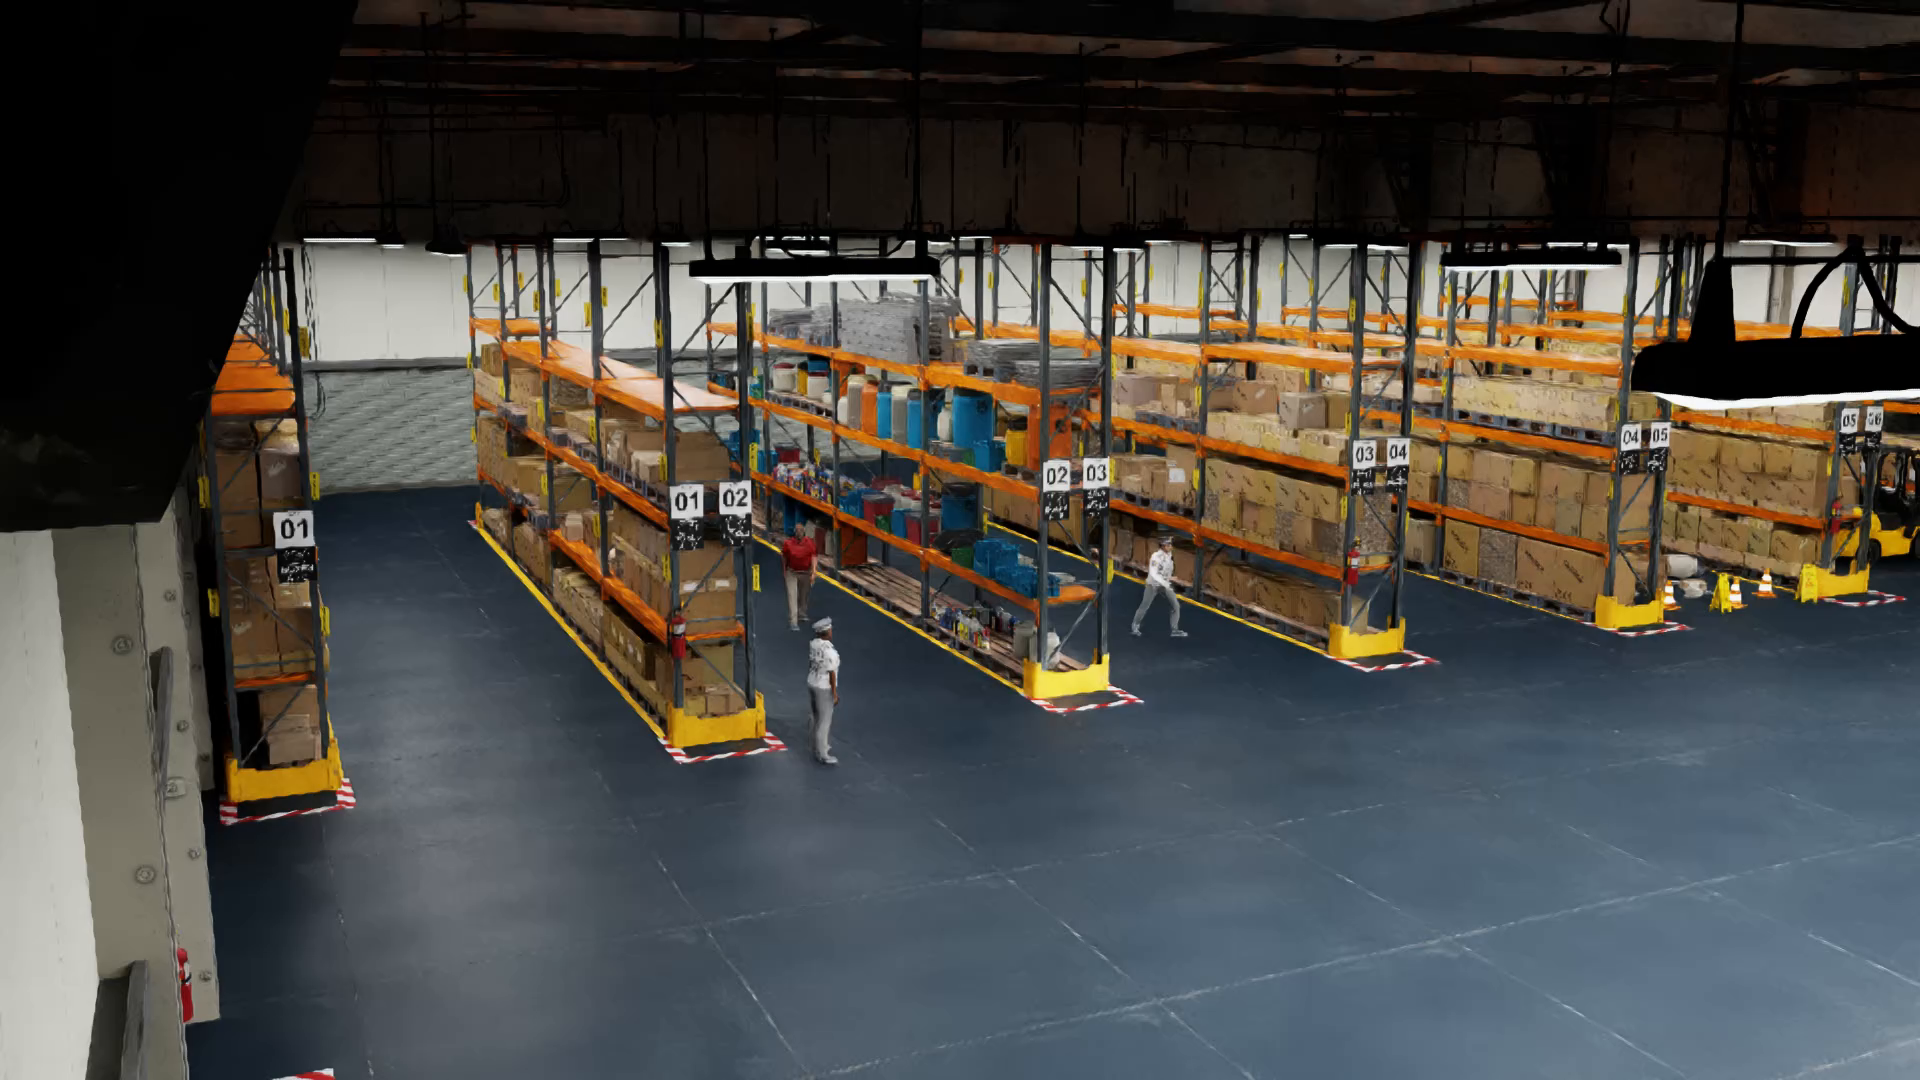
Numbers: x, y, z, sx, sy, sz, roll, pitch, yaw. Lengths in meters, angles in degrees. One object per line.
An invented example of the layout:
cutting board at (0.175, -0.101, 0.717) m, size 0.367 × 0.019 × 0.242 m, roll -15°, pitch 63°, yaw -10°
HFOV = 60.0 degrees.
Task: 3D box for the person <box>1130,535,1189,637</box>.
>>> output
person at (3.007, 0.685, 25.323) m, size 0.606 × 1.607 × 0.814 m, roll -9°, pitch 14°, yaw -40°

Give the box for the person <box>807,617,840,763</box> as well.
person at (-1.600, 1.750, 19.612) m, size 0.367 × 1.688 × 0.562 m, roll -7°, pitch 13°, yaw -32°

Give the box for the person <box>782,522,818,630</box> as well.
person at (-2.490, 0.534, 25.935) m, size 0.533 × 1.658 × 1.031 m, roll -3°, pitch 11°, yaw -15°

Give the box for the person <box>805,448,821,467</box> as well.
person at (-3.125, -1.091, 34.407) m, size 0.530 × 1.667 × 0.532 m, roll 6°, pitch 13°, yaw 29°
